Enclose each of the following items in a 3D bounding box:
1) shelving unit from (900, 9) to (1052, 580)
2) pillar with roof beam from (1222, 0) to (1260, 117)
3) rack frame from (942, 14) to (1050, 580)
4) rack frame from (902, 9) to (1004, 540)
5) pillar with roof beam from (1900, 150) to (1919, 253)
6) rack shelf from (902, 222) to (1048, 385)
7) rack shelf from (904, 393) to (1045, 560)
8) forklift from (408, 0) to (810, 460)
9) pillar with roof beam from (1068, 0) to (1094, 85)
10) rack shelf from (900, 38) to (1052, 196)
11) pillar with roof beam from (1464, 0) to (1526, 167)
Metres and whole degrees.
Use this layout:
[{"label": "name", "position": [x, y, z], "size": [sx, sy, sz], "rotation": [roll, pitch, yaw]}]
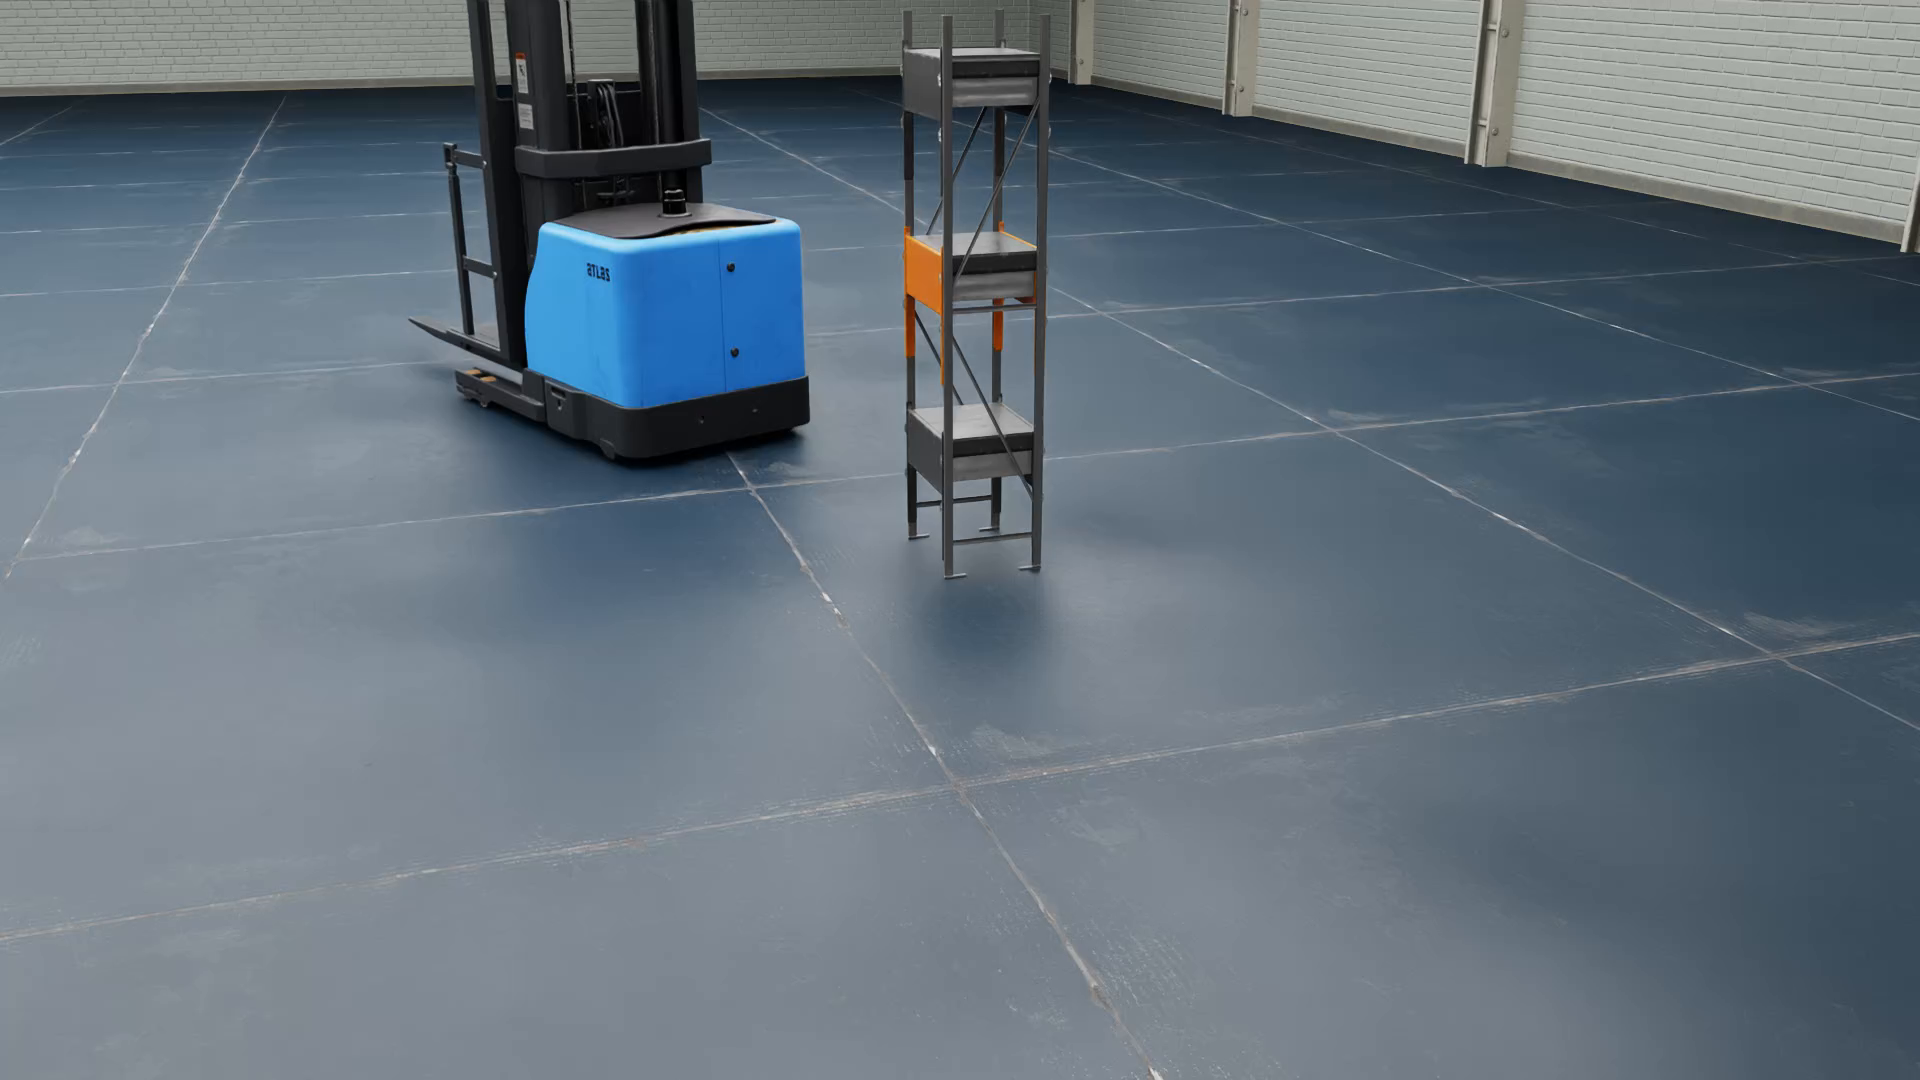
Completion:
[{"label": "shelving unit", "position": [0.052, -0.935, 6.414], "size": [0.431, 2.100, 0.503], "rotation": [-6, 21, -17]}, {"label": "pillar with roof beam", "position": [-0.081, -9.909, 21.191], "size": [9.100, 9.000, 0.400], "rotation": [-6, 21, -17]}, {"label": "rack frame", "position": [0.129, -0.857, 6.196], "size": [0.400, 2.100, 0.015], "rotation": [-6, 21, -17]}, {"label": "rack frame", "position": [-0.025, -1.013, 6.632], "size": [0.400, 2.100, 0.015], "rotation": [-6, 21, -17]}, {"label": "pillar with roof beam", "position": [3.691, -6.058, 10.470], "size": [9.100, 9.000, 0.400], "rotation": [-6, 21, -17]}, {"label": "rack shelf", "position": [0.052, -0.922, 6.418], "size": [0.431, 0.518, 0.480], "rotation": [-6, 21, -17]}, {"label": "rack shelf", "position": [0.052, -0.263, 6.655], "size": [0.431, 0.518, 0.480], "rotation": [-6, 21, -17]}, {"label": "forklift", "position": [-2.085, -2.184, 8.661], "size": [1.130, 2.935, 3.031], "rotation": [-16, 25, -37]}, {"label": "pillar with roof beam", "position": [-1.966, -11.834, 26.552], "size": [9.100, 9.000, 0.400], "rotation": [-6, 21, -17]}, {"label": "rack shelf", "position": [0.052, -1.581, 6.182], "size": [0.431, 0.518, 0.480], "rotation": [-6, 21, -17]}, {"label": "pillar with roof beam", "position": [1.805, -7.983, 15.830], "size": [9.100, 9.000, 0.400], "rotation": [-6, 21, -17]}]
